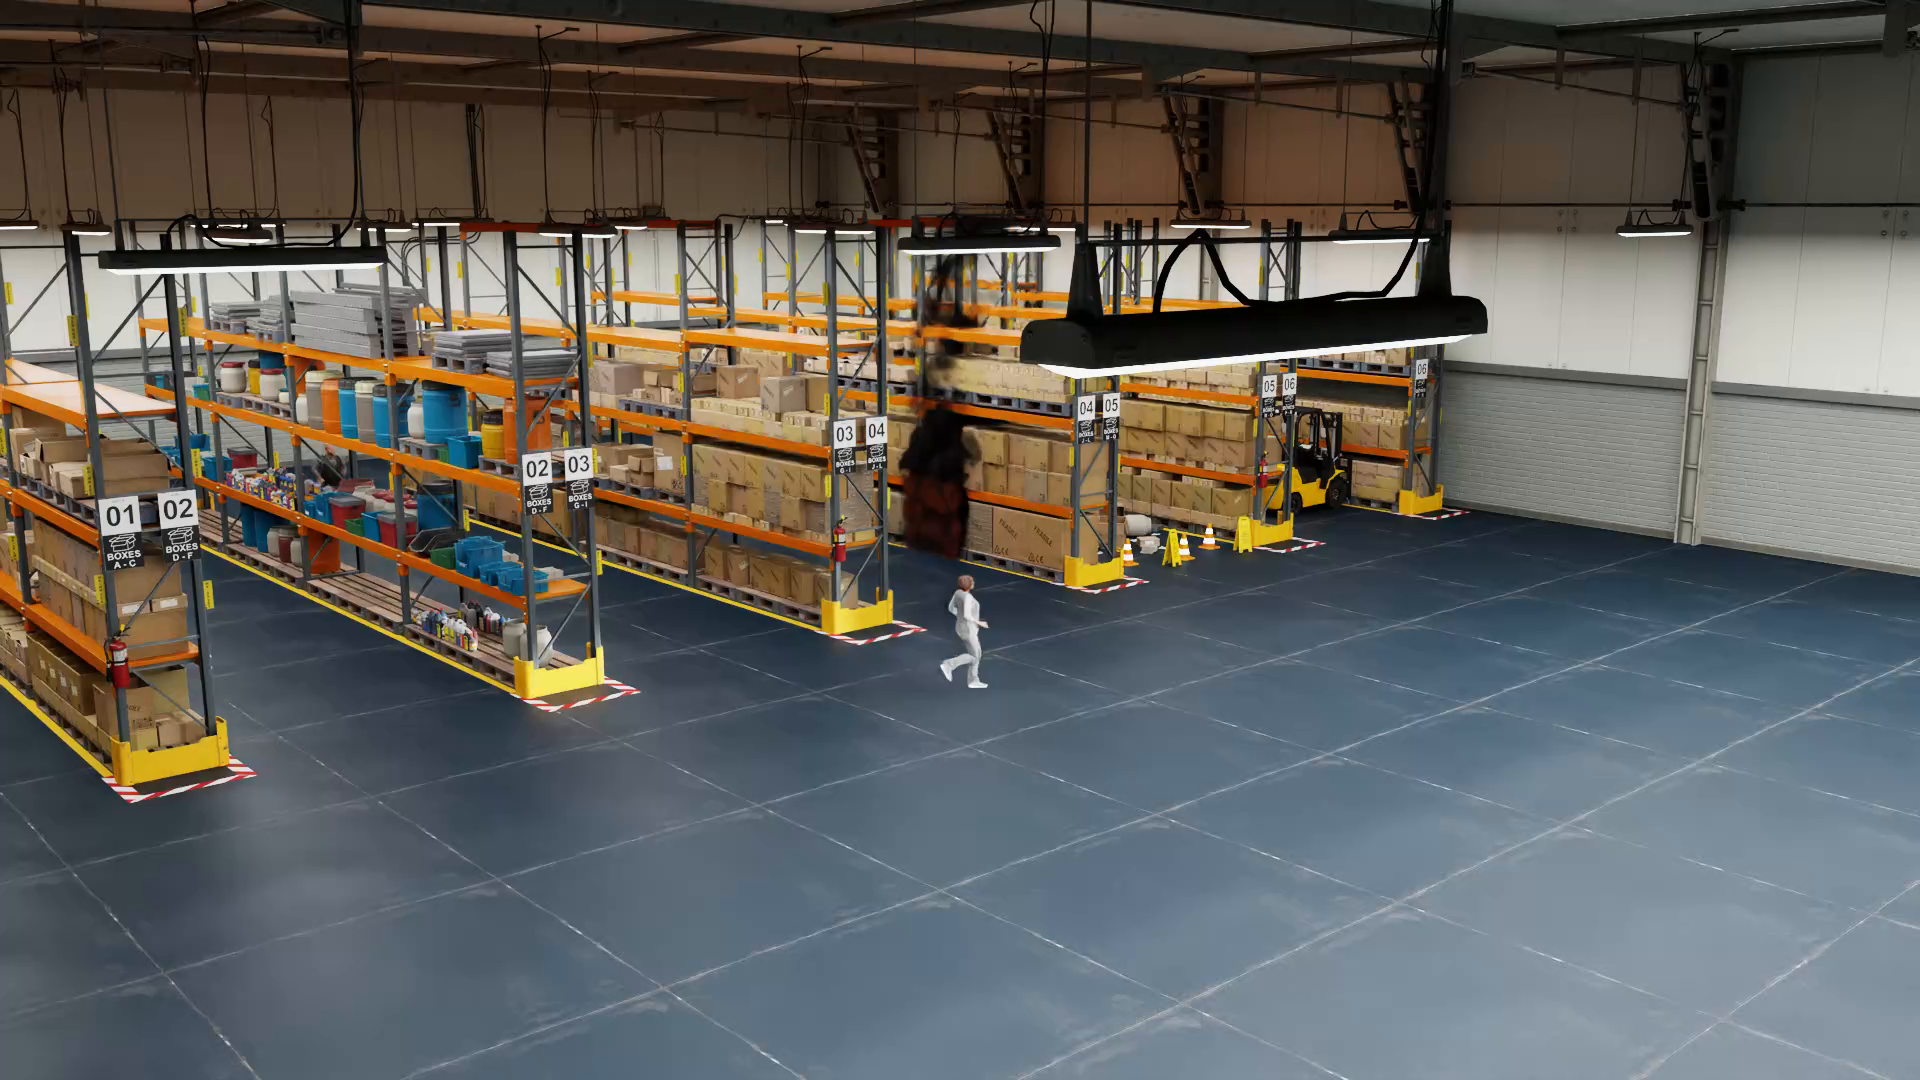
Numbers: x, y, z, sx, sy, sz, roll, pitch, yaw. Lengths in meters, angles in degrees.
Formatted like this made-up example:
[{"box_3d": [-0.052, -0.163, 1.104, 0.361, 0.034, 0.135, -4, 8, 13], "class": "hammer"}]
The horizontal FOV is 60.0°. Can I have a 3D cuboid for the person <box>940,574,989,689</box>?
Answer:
[{"box_3d": [0.040, 1.220, 21.913, 0.690, 1.573, 0.537, -4, 12, -20], "class": "person"}]

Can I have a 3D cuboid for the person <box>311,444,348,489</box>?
[{"box_3d": [-12.372, -1.064, 32.820, 0.864, 1.698, 0.669, 11, 16, 42], "class": "person"}]

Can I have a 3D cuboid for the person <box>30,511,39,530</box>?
[{"box_3d": [-17.160, -0.625, 30.634, 0.665, 1.764, 0.869, -10, 15, -41], "class": "person"}]
